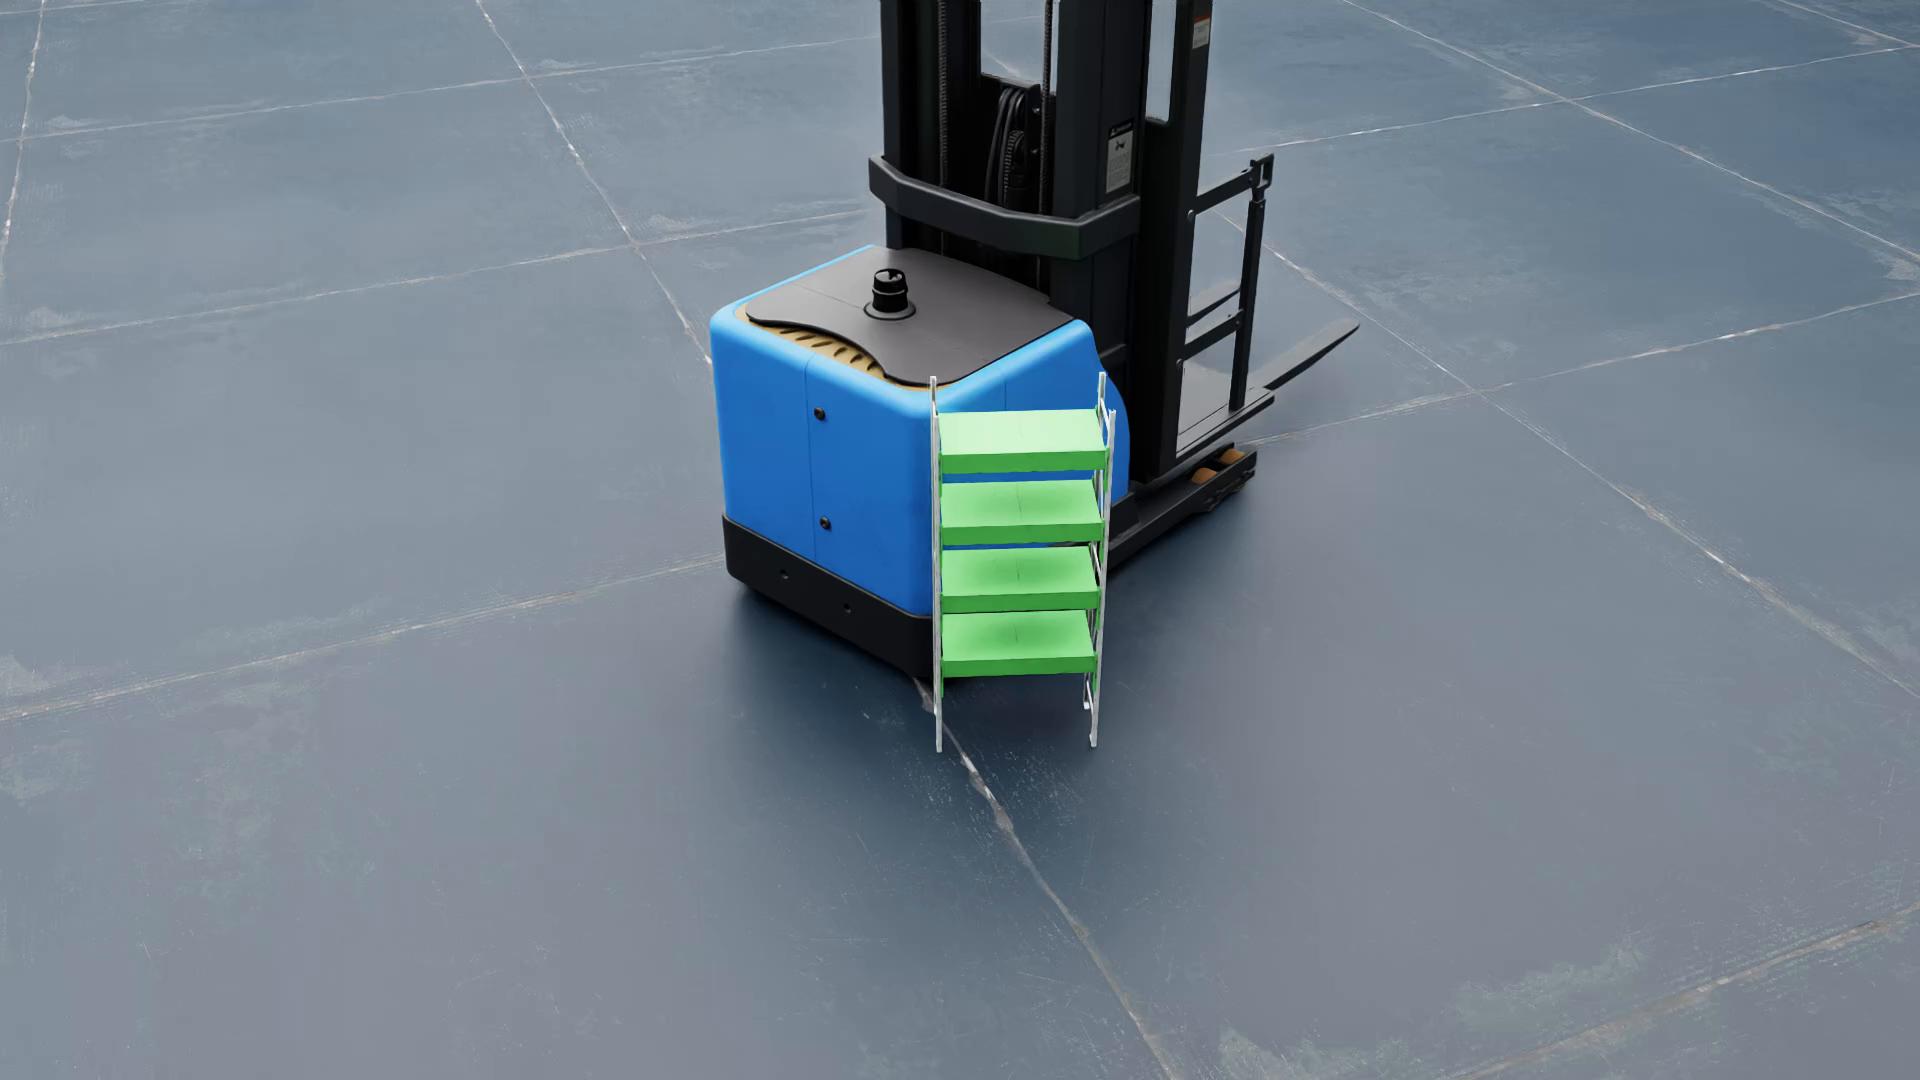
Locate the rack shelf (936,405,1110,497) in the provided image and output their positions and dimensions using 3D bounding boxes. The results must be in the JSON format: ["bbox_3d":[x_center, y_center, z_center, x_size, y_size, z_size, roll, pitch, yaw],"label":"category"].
[{"bbox_3d":[0.173,-0.257,4.781,0.480,0.148,0.258,-2,33,-3],"label":"rack shelf"}]

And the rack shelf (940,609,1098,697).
[{"bbox_3d":[0.173,0.347,5.174,0.480,0.148,0.258,-2,33,-3],"label":"rack shelf"}]

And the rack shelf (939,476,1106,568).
[{"bbox_3d":[0.173,-0.056,4.912,0.480,0.148,0.258,-2,33,-3],"label":"rack shelf"}]

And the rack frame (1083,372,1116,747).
[{"bbox_3d":[0.416,0.085,5.020,0.015,1.200,0.240,-2,33,-3],"label":"rack frame"}]

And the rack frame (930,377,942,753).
[{"bbox_3d":[-0.071,0.099,4.997,0.015,1.200,0.240,-2,33,-3],"label":"rack frame"}]

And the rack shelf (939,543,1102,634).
[{"bbox_3d":[0.173,0.146,5.043,0.480,0.148,0.258,-2,33,-3],"label":"rack shelf"}]

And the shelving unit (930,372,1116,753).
[{"bbox_3d":[0.173,0.092,5.008,0.503,1.200,0.258,-2,33,-3],"label":"shelving unit"}]

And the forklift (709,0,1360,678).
[{"bbox_3d":[0.513,-1.502,5.871,1.130,2.935,3.031,26,41,34],"label":"forklift"}]
